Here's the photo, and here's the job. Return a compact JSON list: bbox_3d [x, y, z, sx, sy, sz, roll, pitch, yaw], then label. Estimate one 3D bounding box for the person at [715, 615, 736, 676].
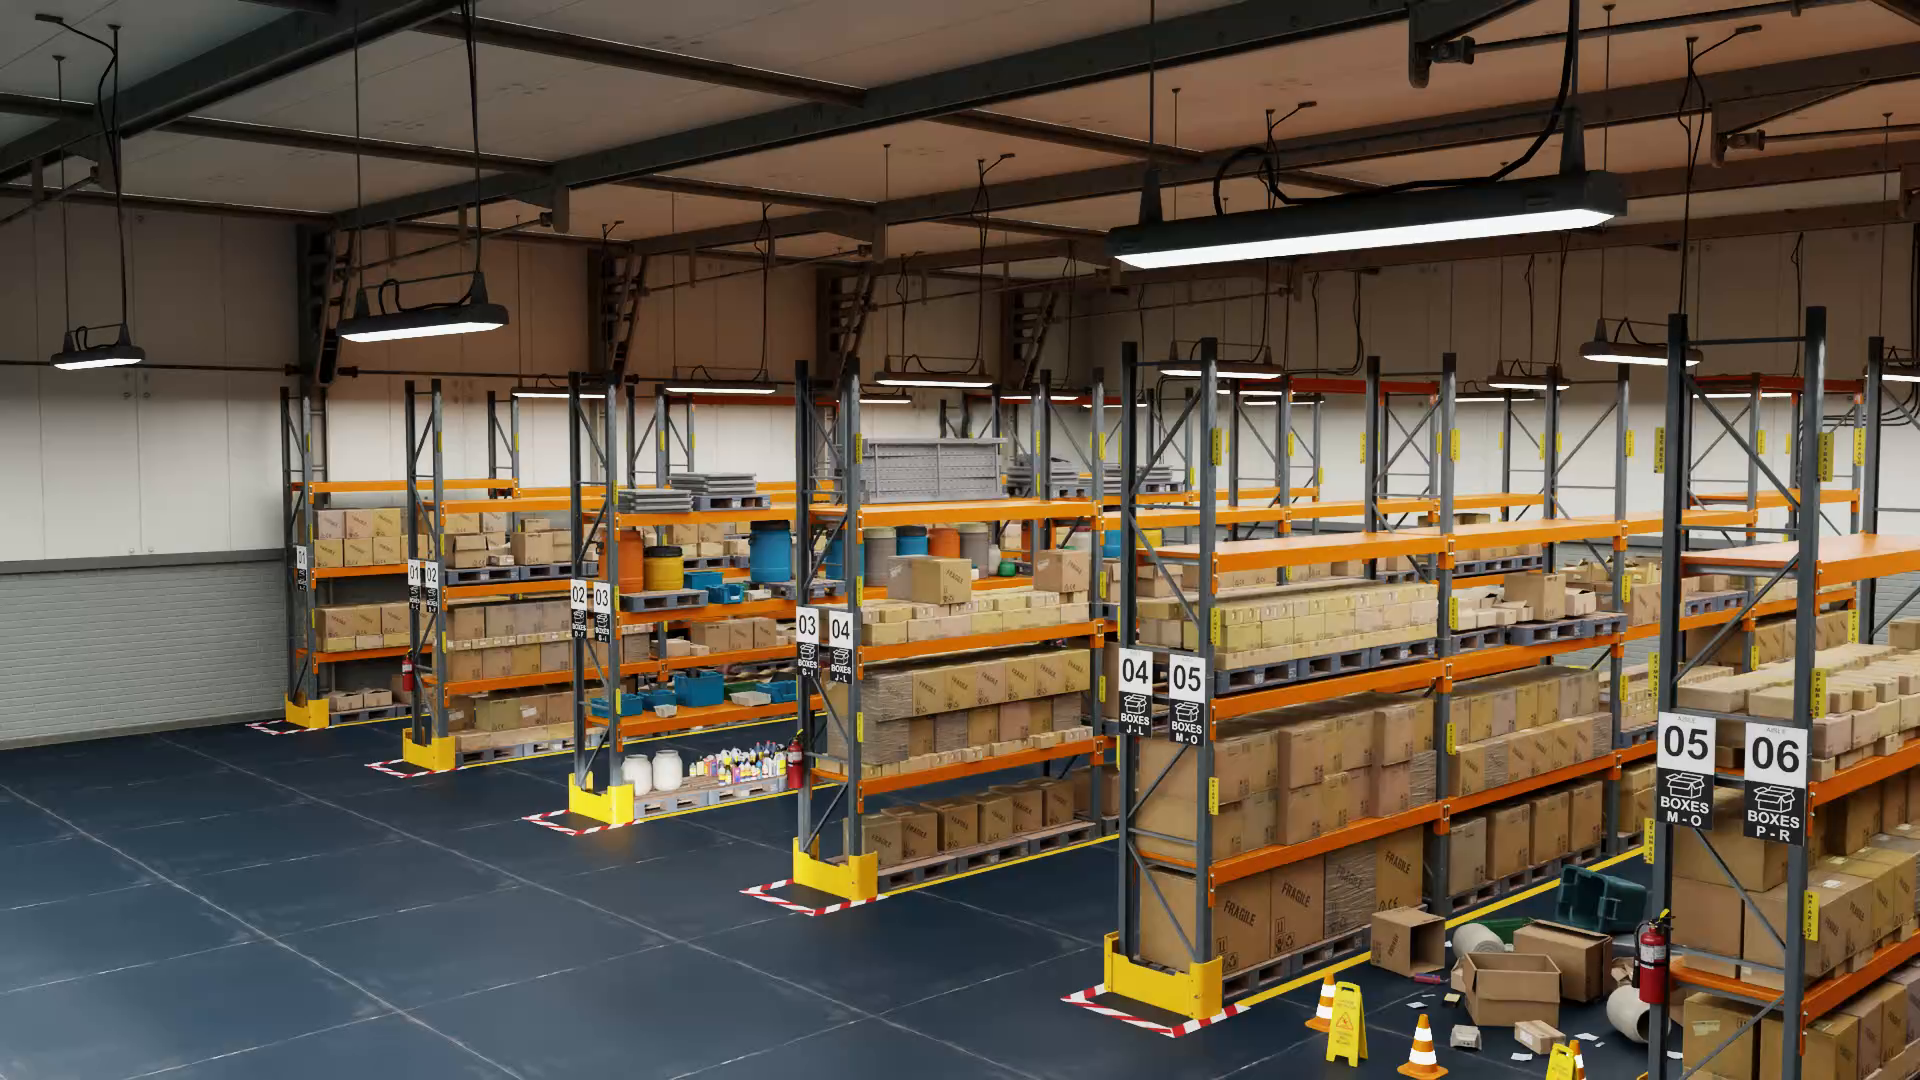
[{"bbox_3d":[-4.576,2.252,32.949,0.580,1.621,0.558,2,4,34],"label":"person"}]
